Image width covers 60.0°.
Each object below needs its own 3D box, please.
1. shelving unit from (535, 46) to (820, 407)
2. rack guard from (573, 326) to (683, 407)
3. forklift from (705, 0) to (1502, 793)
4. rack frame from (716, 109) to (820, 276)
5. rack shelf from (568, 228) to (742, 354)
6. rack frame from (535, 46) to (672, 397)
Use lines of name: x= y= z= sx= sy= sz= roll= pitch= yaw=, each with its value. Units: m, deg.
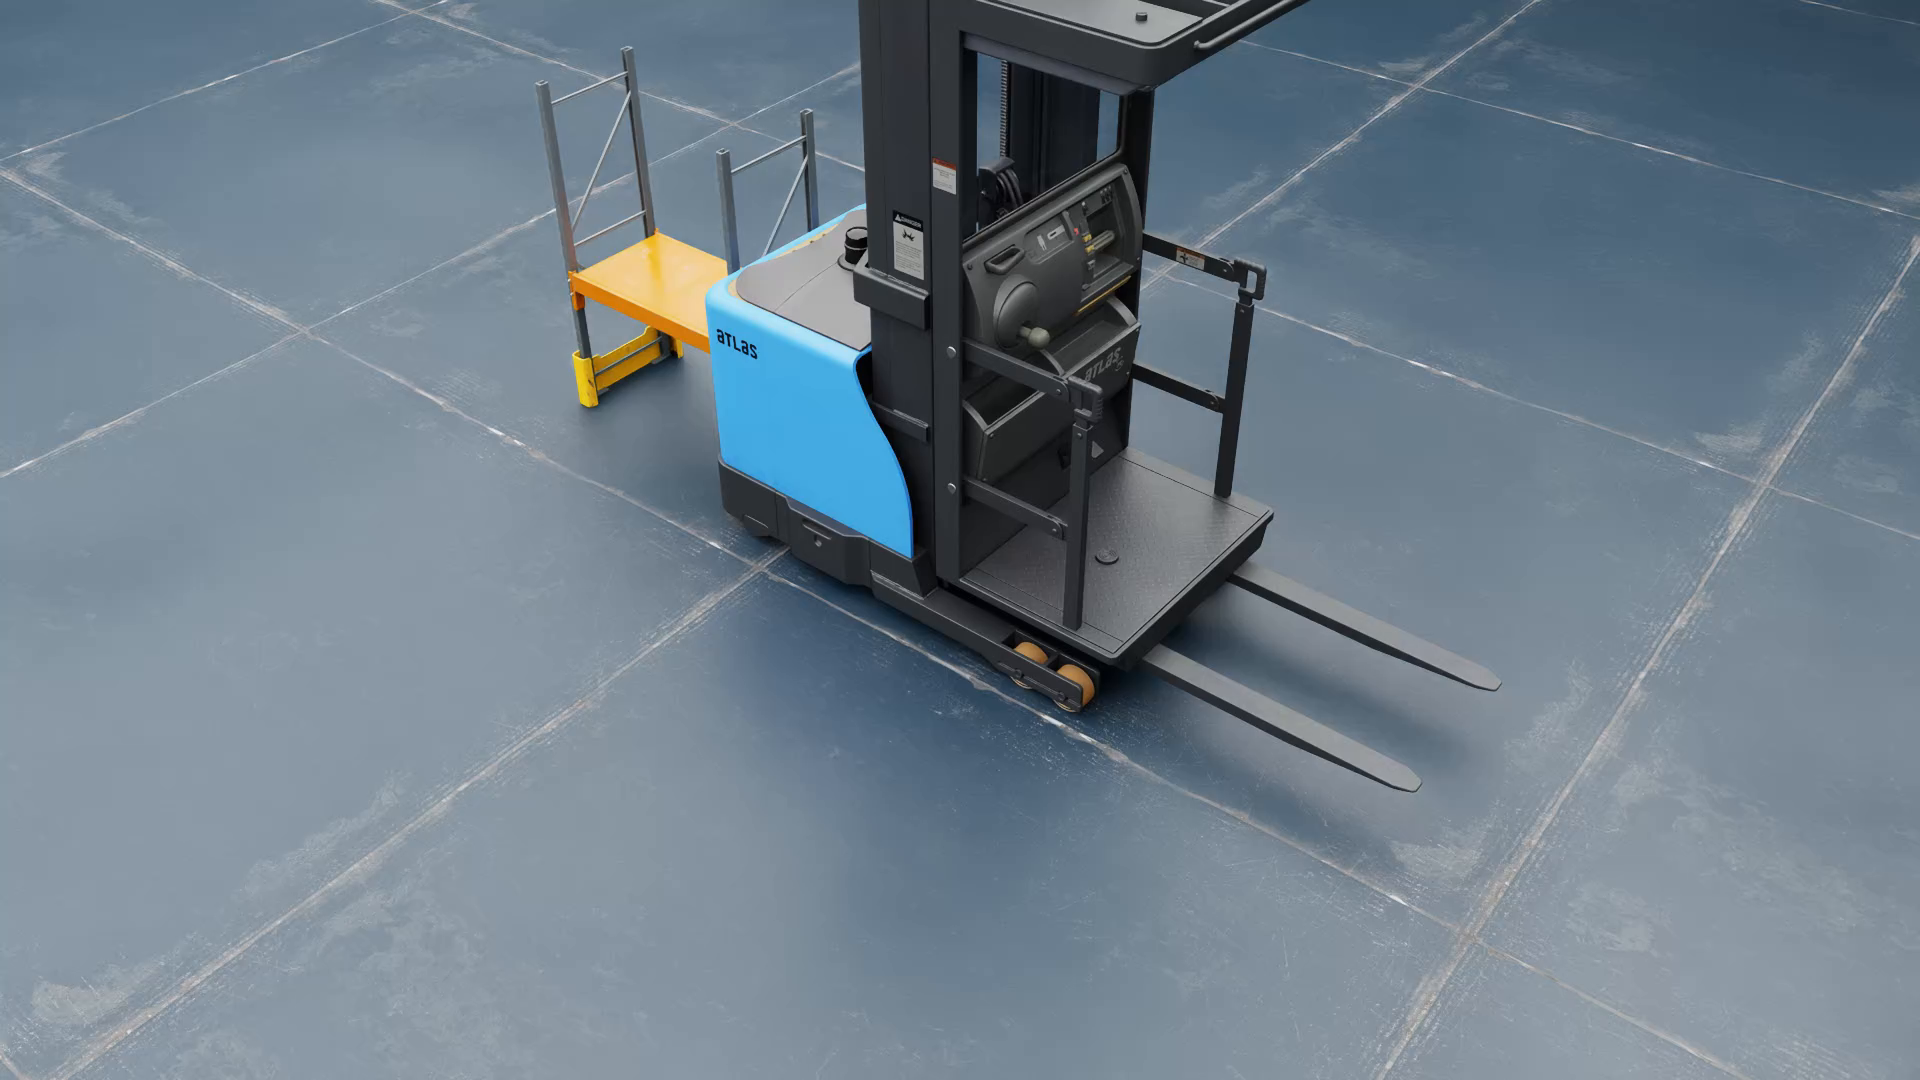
shelving unit: x=-1.128 y=-1.151 z=7.003 sx=1.083 sy=1.500 sz=0.587 roll=26 pitch=45 yaw=29
rack guard: x=-1.517 y=-0.850 z=7.633 sx=0.087 sy=0.250 sz=0.587 roll=26 pitch=45 yaw=29
forklift: x=0.492 y=-0.911 z=5.536 sx=3.031 sy=2.935 sz=1.130 roll=26 pitch=45 yaw=30
rack frame: x=-0.737 y=-0.959 z=6.758 sx=0.032 sy=1.500 sz=0.500 roll=26 pitch=45 yaw=29
rack shelf: x=-1.135 y=-1.013 z=7.118 sx=1.000 sy=0.185 sz=0.538 roll=26 pitch=45 yaw=29
rack frame: x=-1.532 y=-1.350 z=7.257 sx=0.032 sy=1.500 sz=0.500 roll=26 pitch=45 yaw=29
